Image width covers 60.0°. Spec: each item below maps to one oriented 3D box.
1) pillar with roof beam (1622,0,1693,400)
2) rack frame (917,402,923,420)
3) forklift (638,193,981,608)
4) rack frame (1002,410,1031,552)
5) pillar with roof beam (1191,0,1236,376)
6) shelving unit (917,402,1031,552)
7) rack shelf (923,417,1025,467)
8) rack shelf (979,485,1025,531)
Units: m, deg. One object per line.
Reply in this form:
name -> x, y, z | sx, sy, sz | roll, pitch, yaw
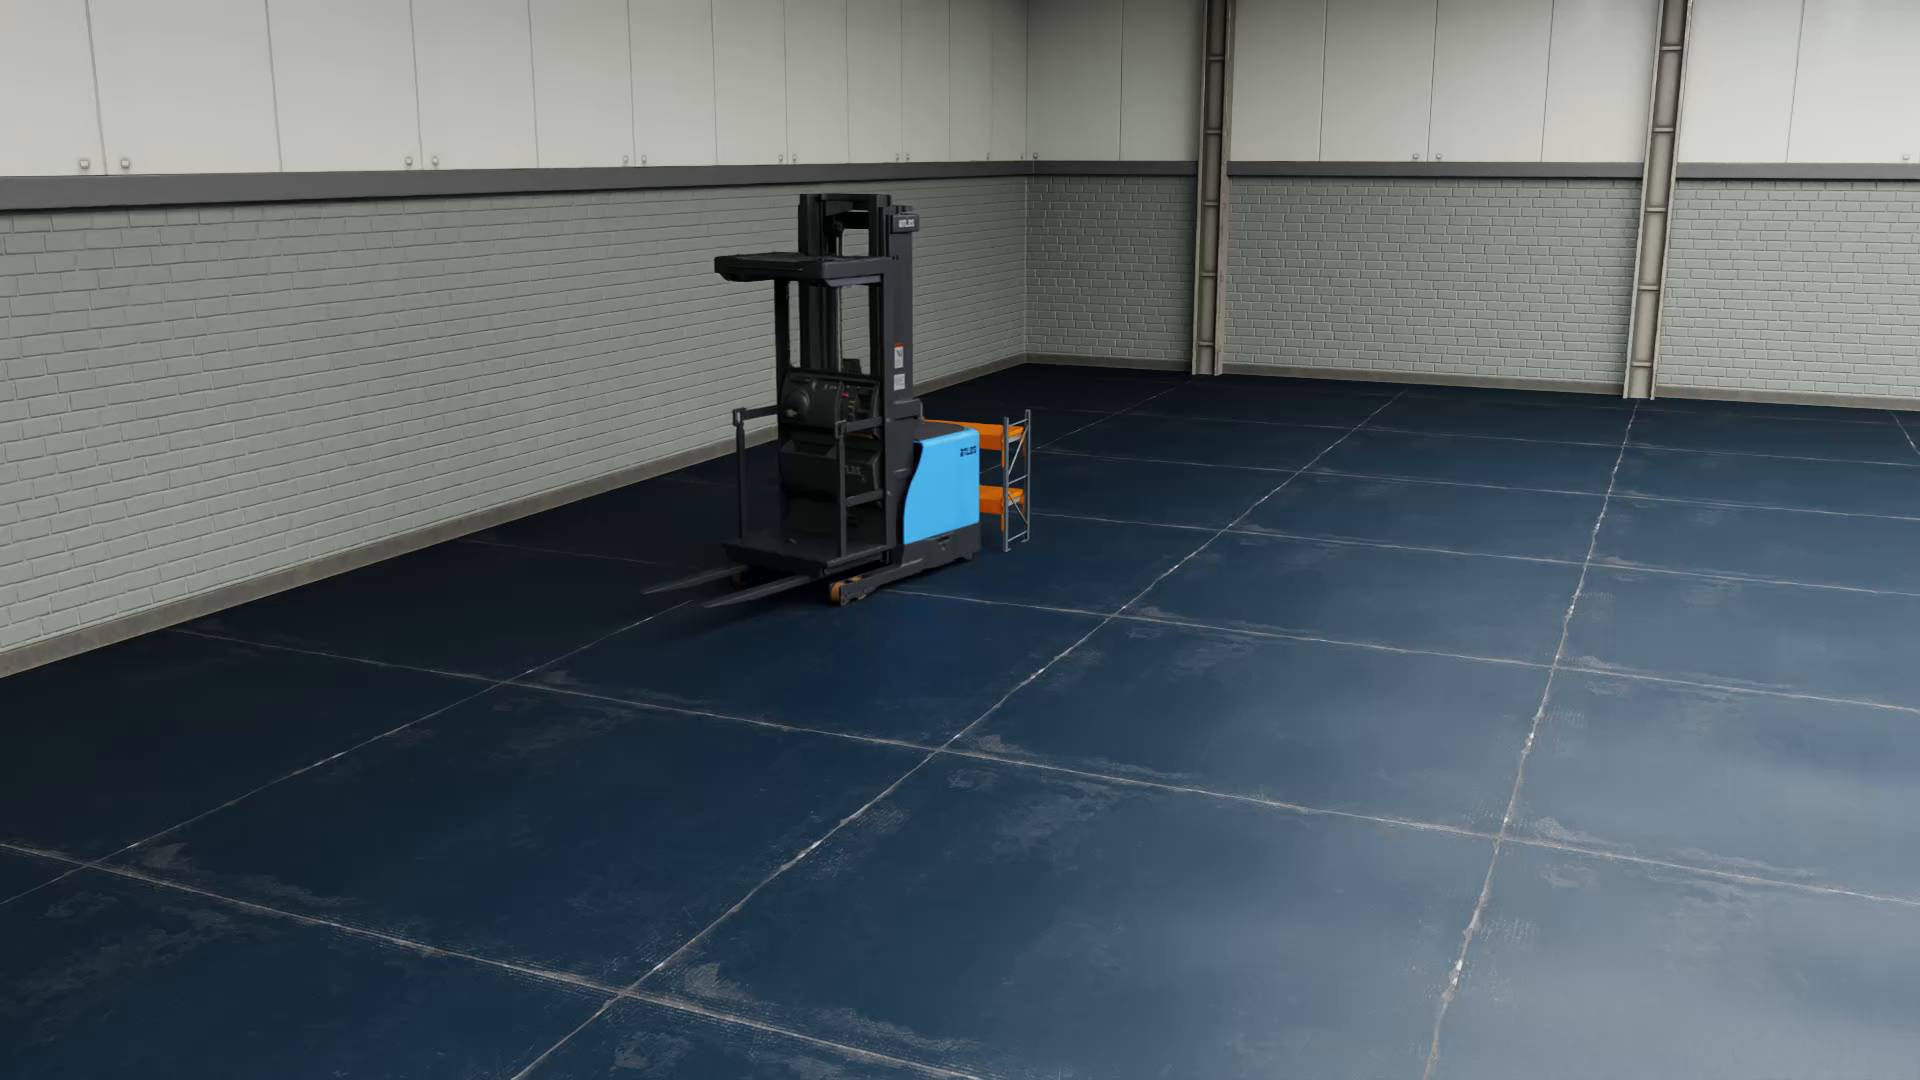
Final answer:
pillar with roof beam -> 7.435, -5.413, 17.623 | 0.400, 9.000, 9.100 | 6, 14, 23
rack frame -> -0.444, -0.599, 14.346 | 0.032, 1.125, 0.500 | 6, 15, 25
forklift -> -1.107, -1.075, 12.420 | 1.130, 2.935, 3.031 | 10, 16, 35
rack frame -> 0.475, -0.500, 13.922 | 0.032, 1.125, 0.500 | 6, 15, 25
pillar with roof beam -> 1.949, -5.968, 19.989 | 0.400, 9.000, 9.100 | 6, 14, 23
shelving unit -> 0.015, -0.549, 14.134 | 1.048, 1.125, 0.538 | 6, 15, 25
rack shelf -> 0.015, -0.834, 14.067 | 1.000, 0.278, 0.538 | 6, 15, 25
rack shelf -> 0.015, -0.311, 14.190 | 1.000, 0.278, 0.538 | 6, 15, 25
